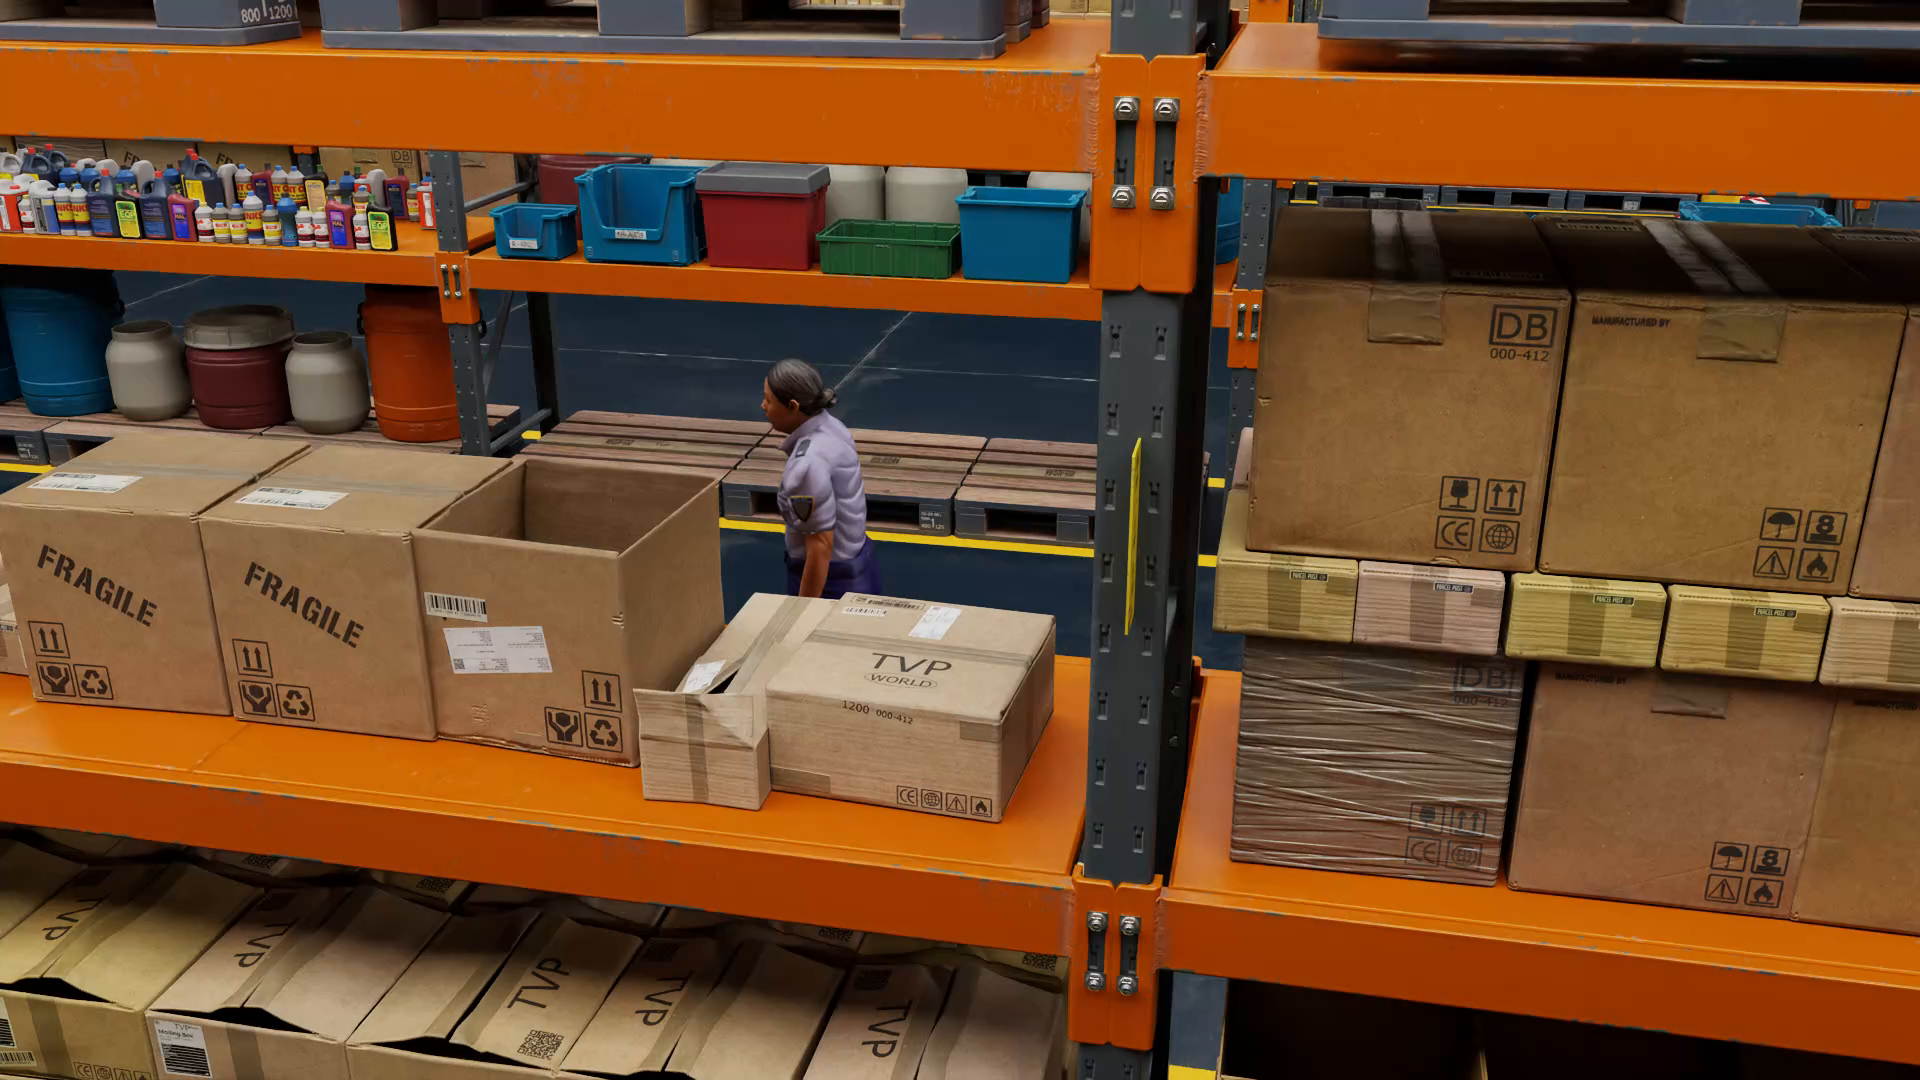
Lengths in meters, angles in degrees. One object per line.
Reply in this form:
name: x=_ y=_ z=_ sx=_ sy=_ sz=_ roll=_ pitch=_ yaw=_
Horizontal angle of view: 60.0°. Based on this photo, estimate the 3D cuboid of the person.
person: x=-0.463 y=0.178 z=5.668 sx=0.369 sy=1.638 sz=0.561 roll=3 pitch=22 yaw=8
